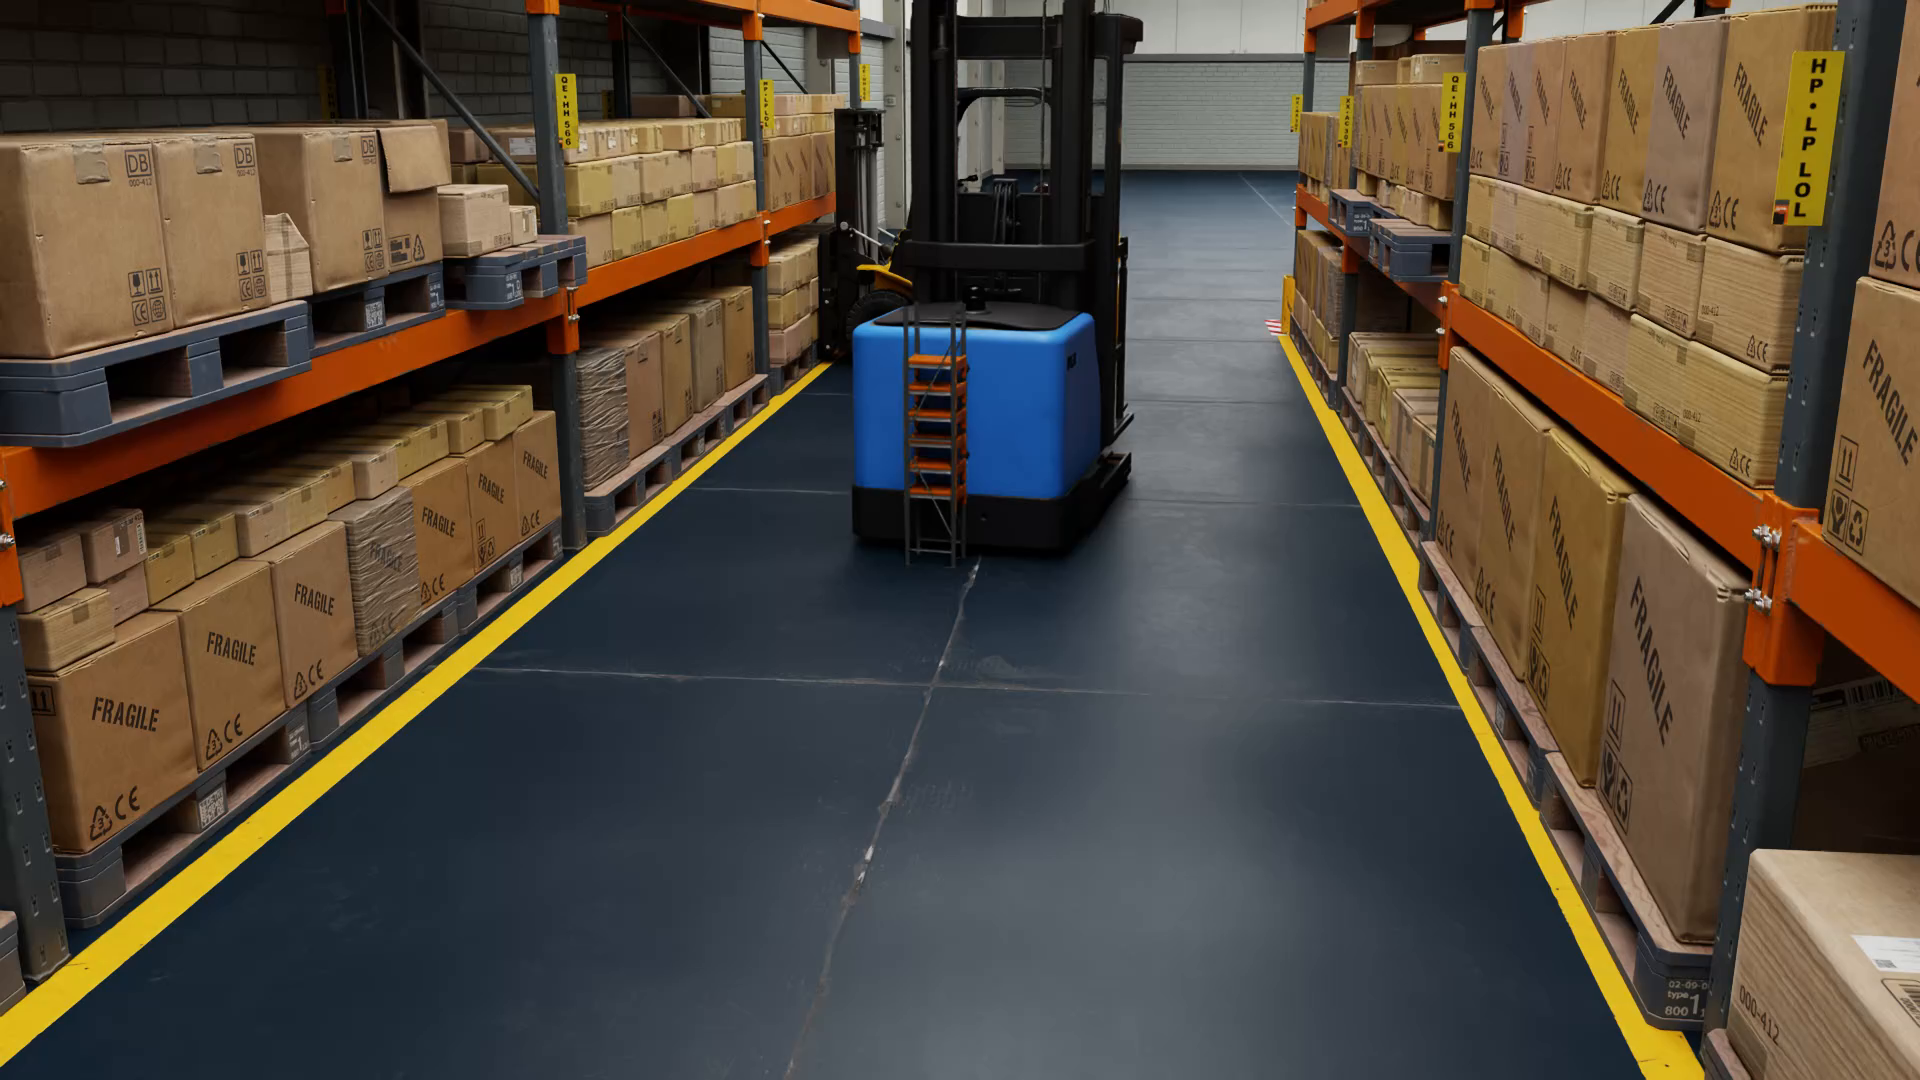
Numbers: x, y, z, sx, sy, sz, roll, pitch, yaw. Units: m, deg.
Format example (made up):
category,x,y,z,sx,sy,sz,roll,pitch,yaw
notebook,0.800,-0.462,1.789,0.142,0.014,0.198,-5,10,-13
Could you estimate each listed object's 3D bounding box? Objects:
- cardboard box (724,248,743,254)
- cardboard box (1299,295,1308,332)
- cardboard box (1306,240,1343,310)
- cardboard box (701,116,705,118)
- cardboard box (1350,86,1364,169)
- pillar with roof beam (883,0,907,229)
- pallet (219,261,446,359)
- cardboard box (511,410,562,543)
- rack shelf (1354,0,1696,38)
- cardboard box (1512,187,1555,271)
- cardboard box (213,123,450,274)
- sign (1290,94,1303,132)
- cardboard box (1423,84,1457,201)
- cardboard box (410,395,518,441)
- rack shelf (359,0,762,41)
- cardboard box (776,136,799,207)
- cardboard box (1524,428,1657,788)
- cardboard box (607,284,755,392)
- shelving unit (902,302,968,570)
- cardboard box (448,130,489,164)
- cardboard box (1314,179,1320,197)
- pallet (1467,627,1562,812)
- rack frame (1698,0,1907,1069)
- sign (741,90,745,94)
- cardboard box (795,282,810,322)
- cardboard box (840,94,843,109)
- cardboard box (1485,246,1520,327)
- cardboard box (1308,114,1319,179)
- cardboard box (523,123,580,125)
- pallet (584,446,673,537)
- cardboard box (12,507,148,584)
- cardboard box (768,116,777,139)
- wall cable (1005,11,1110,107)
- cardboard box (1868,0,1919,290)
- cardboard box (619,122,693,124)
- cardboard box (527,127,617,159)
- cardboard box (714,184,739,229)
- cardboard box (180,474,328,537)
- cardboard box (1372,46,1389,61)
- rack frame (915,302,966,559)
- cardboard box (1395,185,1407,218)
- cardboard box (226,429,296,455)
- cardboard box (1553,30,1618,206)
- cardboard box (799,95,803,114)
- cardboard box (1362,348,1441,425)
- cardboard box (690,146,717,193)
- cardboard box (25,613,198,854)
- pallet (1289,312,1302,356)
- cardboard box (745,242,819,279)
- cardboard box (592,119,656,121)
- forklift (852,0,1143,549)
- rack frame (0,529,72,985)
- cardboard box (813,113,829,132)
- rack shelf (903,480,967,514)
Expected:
category,x,y,z,sx,sy,sz,roll,pitch,yaw
cardboard box,-1.951,-2.079,12.652,0.500,0.250,0.500,1,15,5
cardboard box,3.097,-1.890,13.869,0.500,0.250,0.500,2,15,8
cardboard box,3.040,-2.113,13.255,0.500,0.500,0.500,2,15,7
cardboard box,-2.043,-3.043,12.233,0.380,0.149,0.250,2,15,8
cardboard box,2.739,-2.592,10.436,0.500,0.500,0.500,2,15,8
pillar with roof beam,3.253,-9.221,25.023,9.100,9.000,0.400,2,15,6
pallet,-2.522,-0.821,5.820,1.003,0.211,1.213,2,15,6
cardboard box,-2.142,-0.298,7.504,0.500,0.500,0.500,2,15,8
rack shelf,2.851,-2.893,8.745,1.077,0.370,4.000,2,15,6
cardboard box,2.194,-1.055,5.647,0.500,0.250,0.500,2,15,6
cardboard box,-2.308,-1.242,6.007,0.797,0.503,0.637,1,15,5
sign,2.989,-3.782,14.743,0.100,0.325,0.005,2,15,6
cardboard box,2.400,-1.794,7.484,0.500,0.500,0.500,1,15,5
cardboard box,-2.111,-0.520,7.081,0.380,0.149,0.250,1,15,3
rack shelf,-2.082,-3.038,9.282,1.077,0.370,4.000,2,15,6
cardboard box,-1.504,-2.747,12.383,0.500,0.500,0.500,2,15,7
cardboard box,2.258,0.190,4.981,0.875,0.875,0.875,2,15,8
cardboard box,-1.904,-1.377,11.251,0.875,0.625,0.625,2,15,9
shelving unit,-0.113,-0.474,7.616,0.258,1.200,0.189,4,16,14
cardboard box,-2.472,-1.870,7.897,0.380,0.149,0.250,2,15,8
cardboard box,3.089,-2.880,13.547,0.380,0.149,0.250,2,15,8
pallet,2.321,0.591,5.573,1.003,0.211,1.213,2,15,6
rack frame,2.174,-0.236,3.287,1.000,3.000,0.127,2,15,6
sign,-1.955,-3.967,15.277,0.100,0.325,0.005,2,15,6
cardboard box,-1.440,-1.820,12.650,0.500,0.250,0.500,2,15,6
cardboard box,-1.233,-3.834,14.591,0.380,0.149,0.250,2,15,6
cardboard box,2.279,-0.948,6.207,0.500,0.250,0.500,1,15,5
cardboard box,3.087,-3.159,13.335,0.500,0.500,0.500,1,15,5
cardboard box,-2.318,-2.269,9.372,0.380,0.149,0.250,2,15,8
pallet,-2.176,-0.285,8.810,1.003,0.211,1.213,2,15,6
cardboard box,-2.472,0.012,4.542,0.380,0.149,0.250,1,15,4
cardboard box,-1.531,-2.959,11.926,0.380,0.149,0.250,2,15,8
wall cable,2.653,-13.242,45.844,3.097,2.526,0.112,2,15,6
cardboard box,1.879,-0.650,2.713,0.500,0.500,0.500,2,15,7
cardboard box,-1.789,-2.390,9.819,0.380,0.149,0.250,2,15,7
cardboard box,-1.946,-1.990,8.342,0.380,0.149,0.250,2,15,8
cardboard box,-1.704,-2.114,10.523,0.500,0.250,0.500,2,15,6
cardboard box,-2.369,-0.116,5.586,0.380,0.149,0.250,2,15,8
cardboard box,3.473,-3.492,12.653,0.700,0.500,0.500,2,15,6
rack frame,-0.090,-0.497,7.702,0.240,1.200,0.006,4,16,14
cardboard box,2.424,-1.722,8.460,0.380,0.149,0.250,2,15,7
cardboard box,-2.785,-0.330,6.376,0.380,0.149,0.250,1,15,5
cardboard box,2.146,-1.290,5.079,0.500,0.500,0.500,2,15,7
cardboard box,-1.448,-3.436,13.120,0.380,0.149,0.250,2,15,6
cardboard box,2.942,-0.922,10.056,0.950,0.372,0.625,3,15,10
cardboard box,-1.772,-2.224,9.969,0.500,0.250,0.500,2,15,7
cardboard box,-2.481,0.504,4.535,0.500,0.500,0.500,2,15,9
pallet,3.392,-1.773,14.313,1.003,0.211,1.213,2,15,6
cardboard box,-1.377,-2.192,13.069,0.500,0.250,0.500,2,15,8
cardboard box,-2.191,-2.664,10.835,0.380,0.149,0.250,1,15,4
forklift,0.347,-1.713,8.883,1.130,2.935,3.031,4,16,14
rack frame,-2.759,-0.381,3.824,1.000,3.000,0.127,2,15,6
cardboard box,-1.286,-3.423,13.641,0.380,0.149,0.250,2,15,7
rack shelf,-0.113,-0.199,7.691,0.258,0.103,0.180,4,16,14
